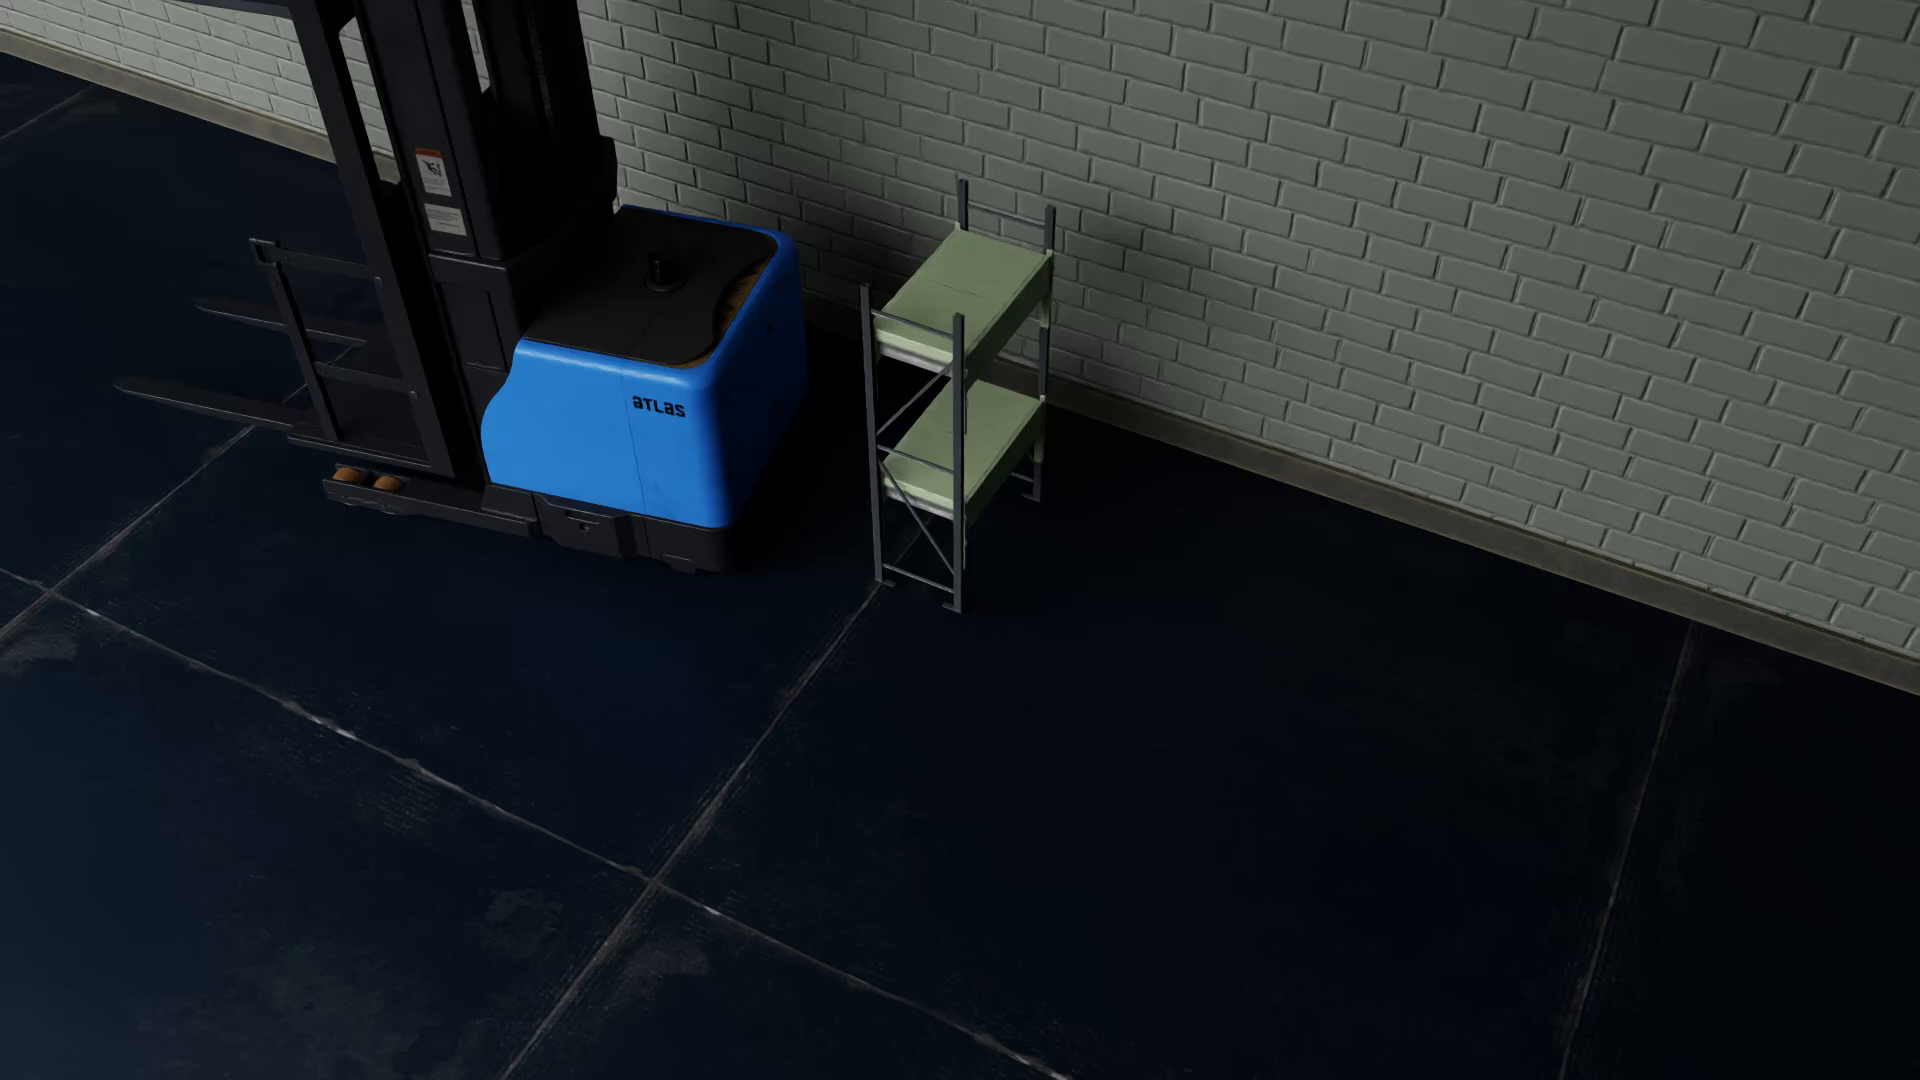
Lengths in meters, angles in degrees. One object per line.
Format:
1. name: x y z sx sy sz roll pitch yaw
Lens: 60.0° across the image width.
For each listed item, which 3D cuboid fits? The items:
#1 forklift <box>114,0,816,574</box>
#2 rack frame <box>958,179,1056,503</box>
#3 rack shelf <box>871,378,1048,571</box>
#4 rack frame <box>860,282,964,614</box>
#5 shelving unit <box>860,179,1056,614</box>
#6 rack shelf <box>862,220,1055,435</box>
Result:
1. forklift: -2.218 -1.488 6.440 3.031 2.935 1.130 12 46 11
2. rack frame: 0.173 -0.762 6.729 0.400 1.500 0.023 20 49 19
3. rack shelf: 0.003 -0.302 6.733 0.431 0.370 0.720 20 49 19
4. rack frame: -0.167 -0.301 6.273 0.400 1.500 0.023 20 49 19
5. shelving unit: 0.003 -0.531 6.501 0.431 1.500 0.755 20 49 19
6. rack shelf: 0.003 -0.806 6.223 0.431 0.370 0.720 20 49 19
